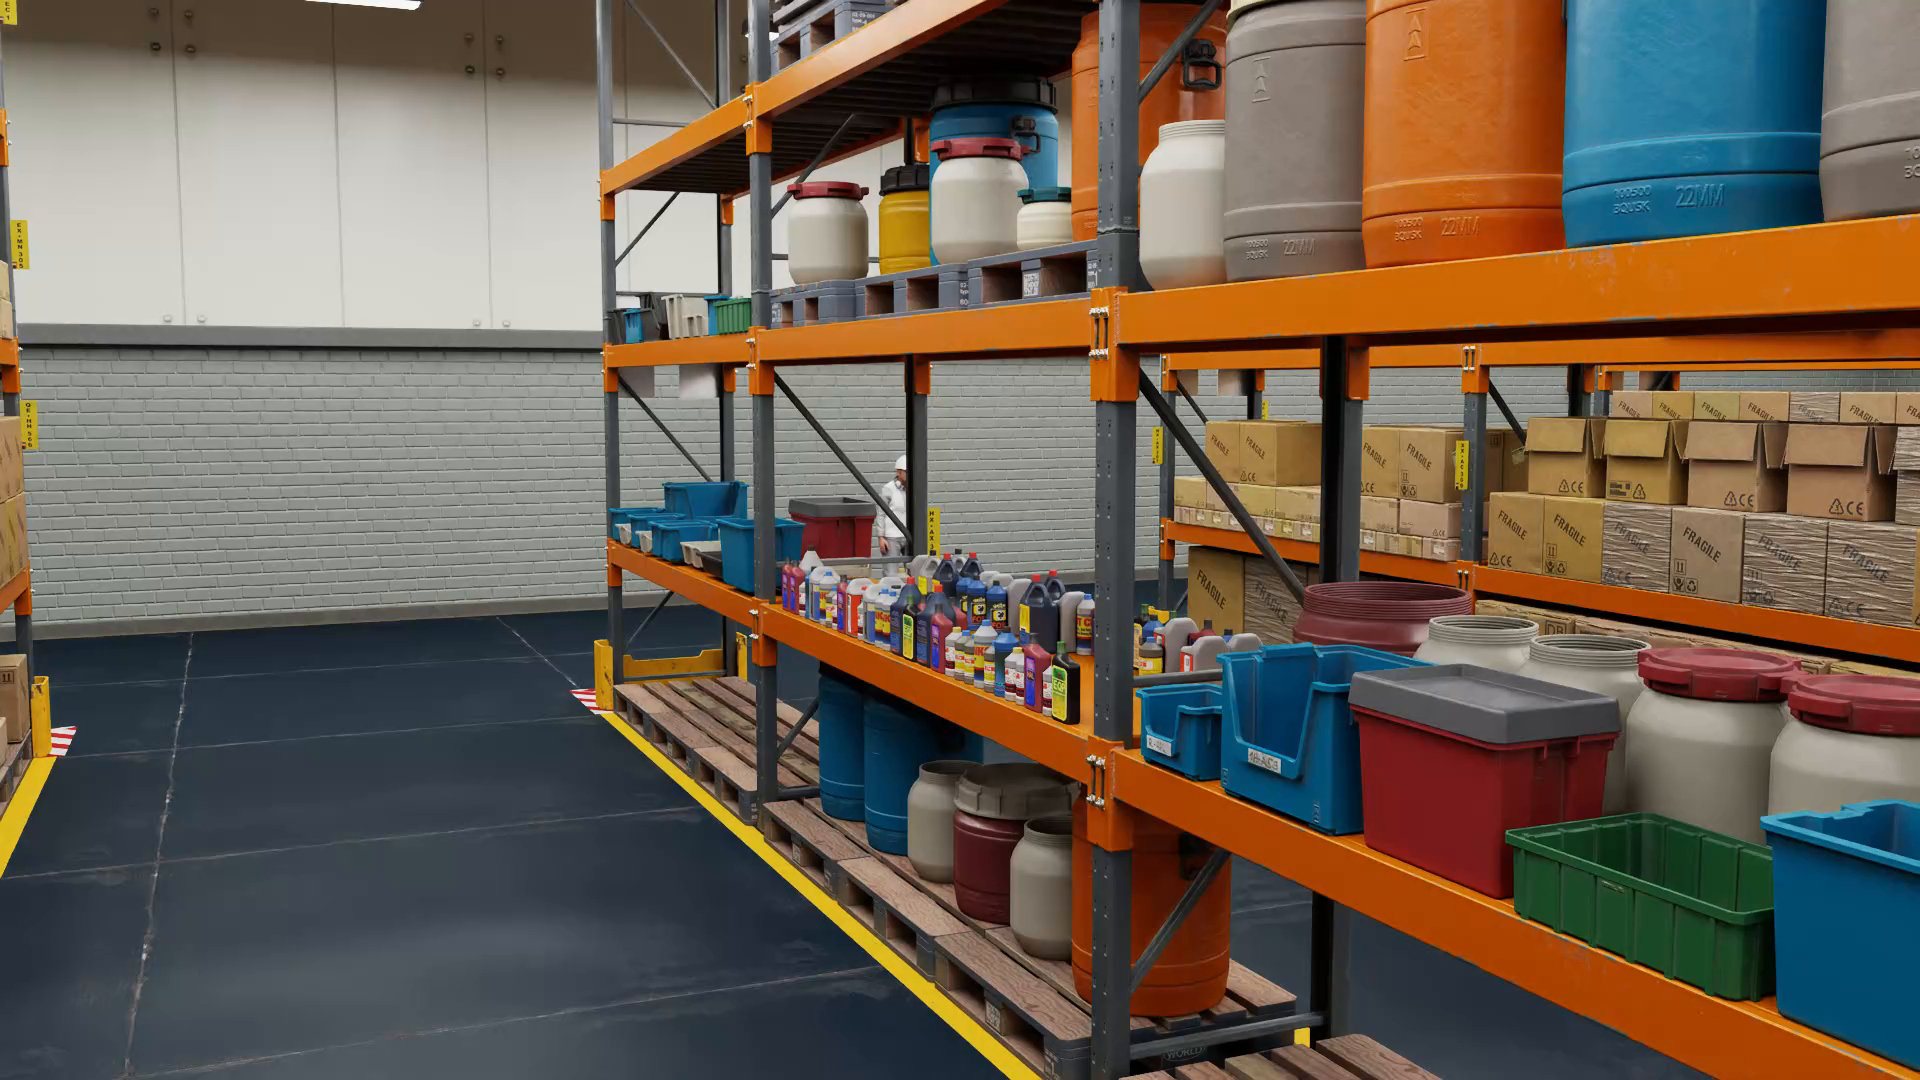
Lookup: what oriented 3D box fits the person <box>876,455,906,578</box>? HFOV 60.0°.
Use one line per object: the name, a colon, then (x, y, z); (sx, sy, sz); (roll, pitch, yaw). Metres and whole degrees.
person: (-0.609, -0.011, 17.567); (0.591, 1.773, 0.458); (-3, 6, -26)
